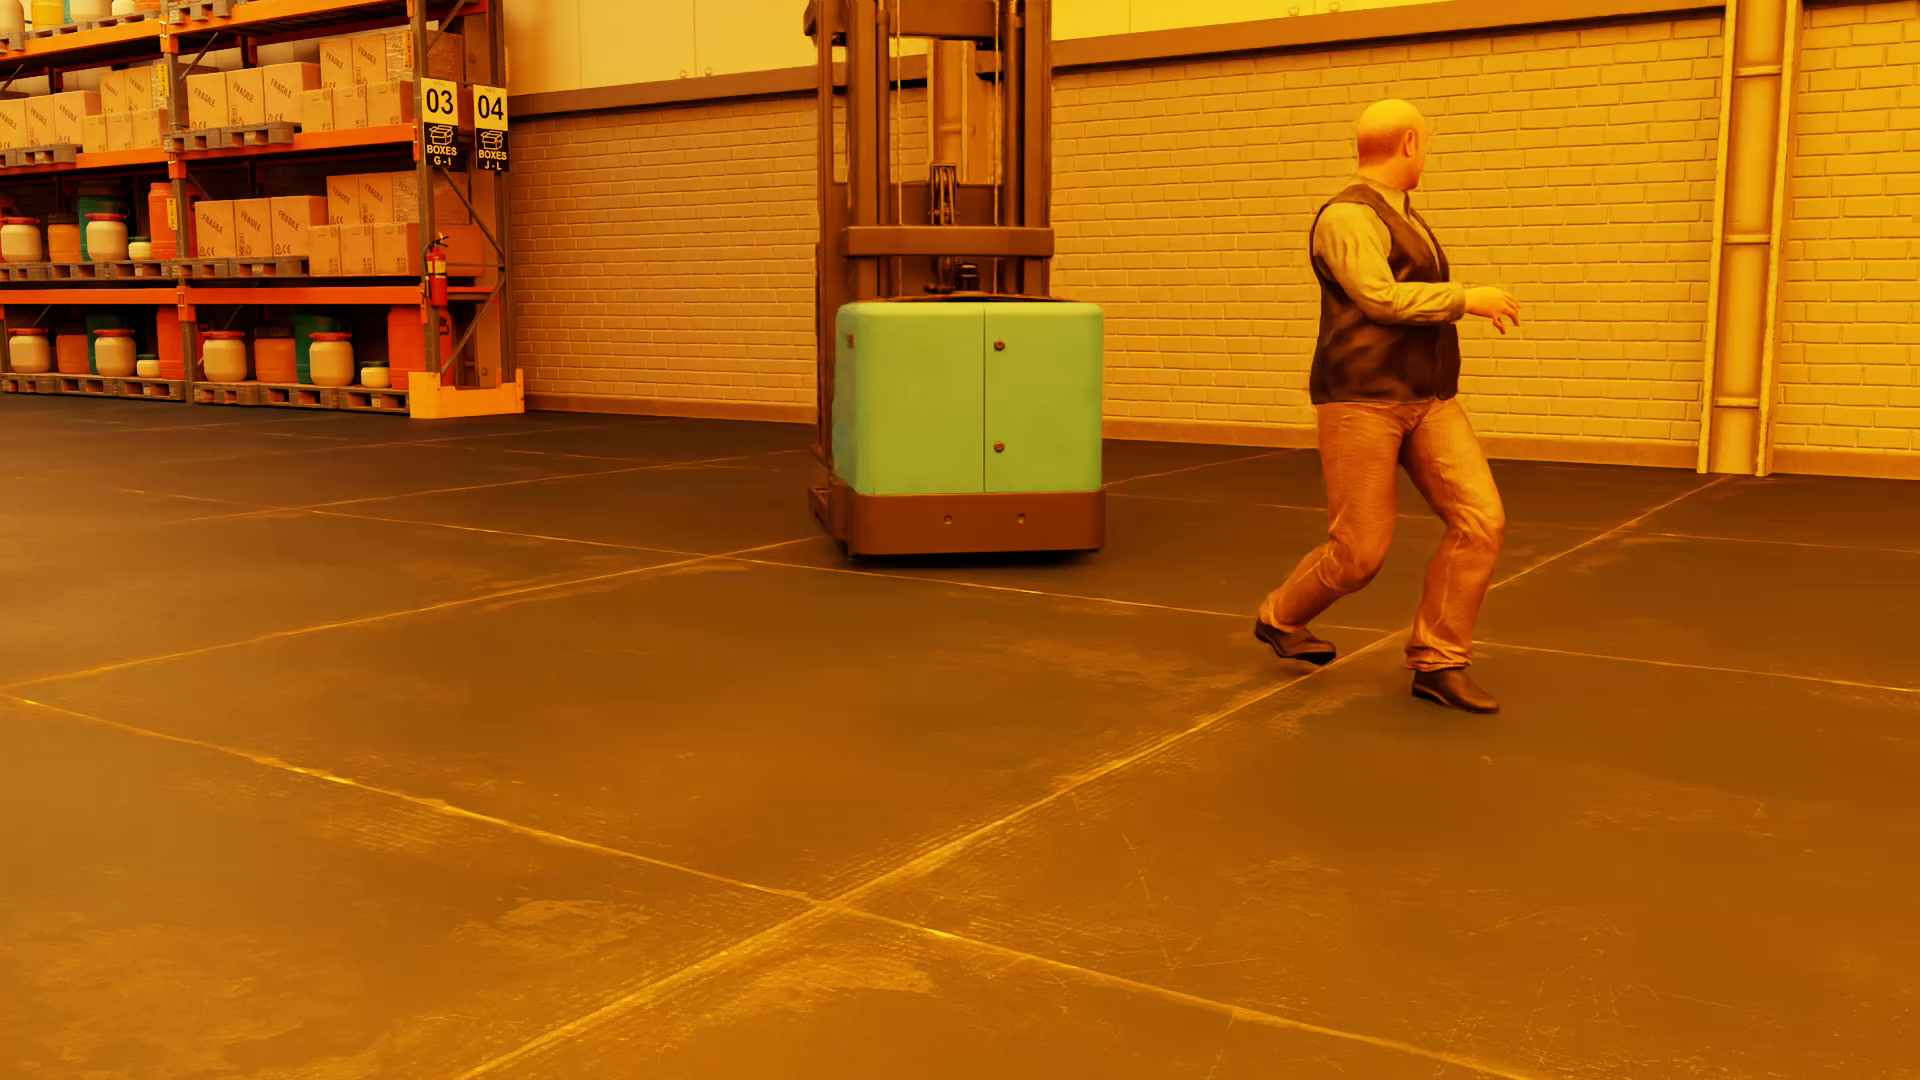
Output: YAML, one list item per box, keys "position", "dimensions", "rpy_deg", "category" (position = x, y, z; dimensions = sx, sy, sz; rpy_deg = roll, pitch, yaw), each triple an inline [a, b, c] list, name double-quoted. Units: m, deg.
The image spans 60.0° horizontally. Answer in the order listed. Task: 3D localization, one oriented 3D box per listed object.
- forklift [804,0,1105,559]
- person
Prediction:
- position: [-0.161, -1.540, 8.023]
  dimensions: [1.130, 2.935, 3.031]
  rpy_deg: [-1, 8, -10]
  category: "forklift"
- position: [1.190, -0.388, 4.631]
  dimensions: [0.573, 1.638, 0.865]
  rpy_deg: [-6, 10, -37]
  category: "person"
